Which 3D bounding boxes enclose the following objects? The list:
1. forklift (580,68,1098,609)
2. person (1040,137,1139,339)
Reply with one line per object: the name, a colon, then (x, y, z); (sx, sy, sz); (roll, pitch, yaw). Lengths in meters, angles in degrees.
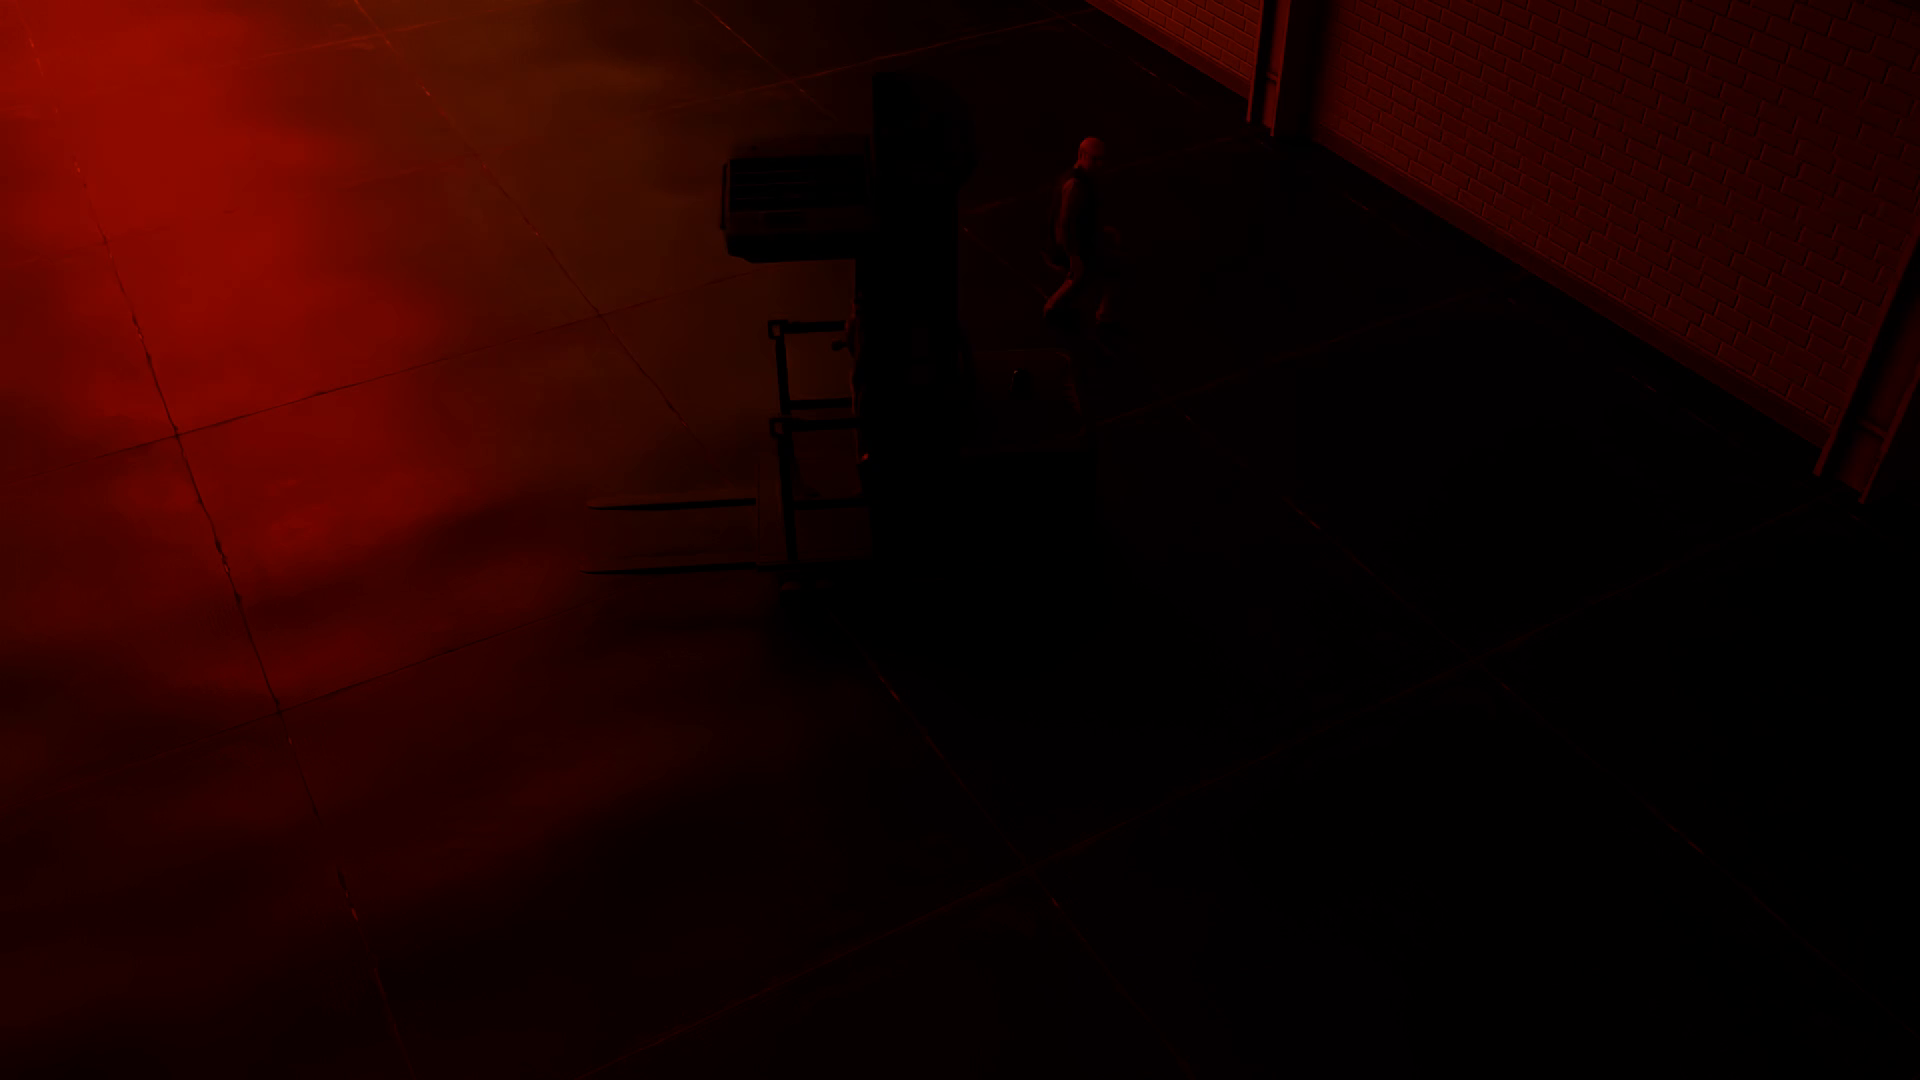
forklift: (-0.756, -1.078, 9.335); (3.031, 2.935, 1.130); (-4, 40, -4)
person: (0.910, -2.079, 11.706); (0.688, 1.500, 0.772); (-11, 41, -13)
